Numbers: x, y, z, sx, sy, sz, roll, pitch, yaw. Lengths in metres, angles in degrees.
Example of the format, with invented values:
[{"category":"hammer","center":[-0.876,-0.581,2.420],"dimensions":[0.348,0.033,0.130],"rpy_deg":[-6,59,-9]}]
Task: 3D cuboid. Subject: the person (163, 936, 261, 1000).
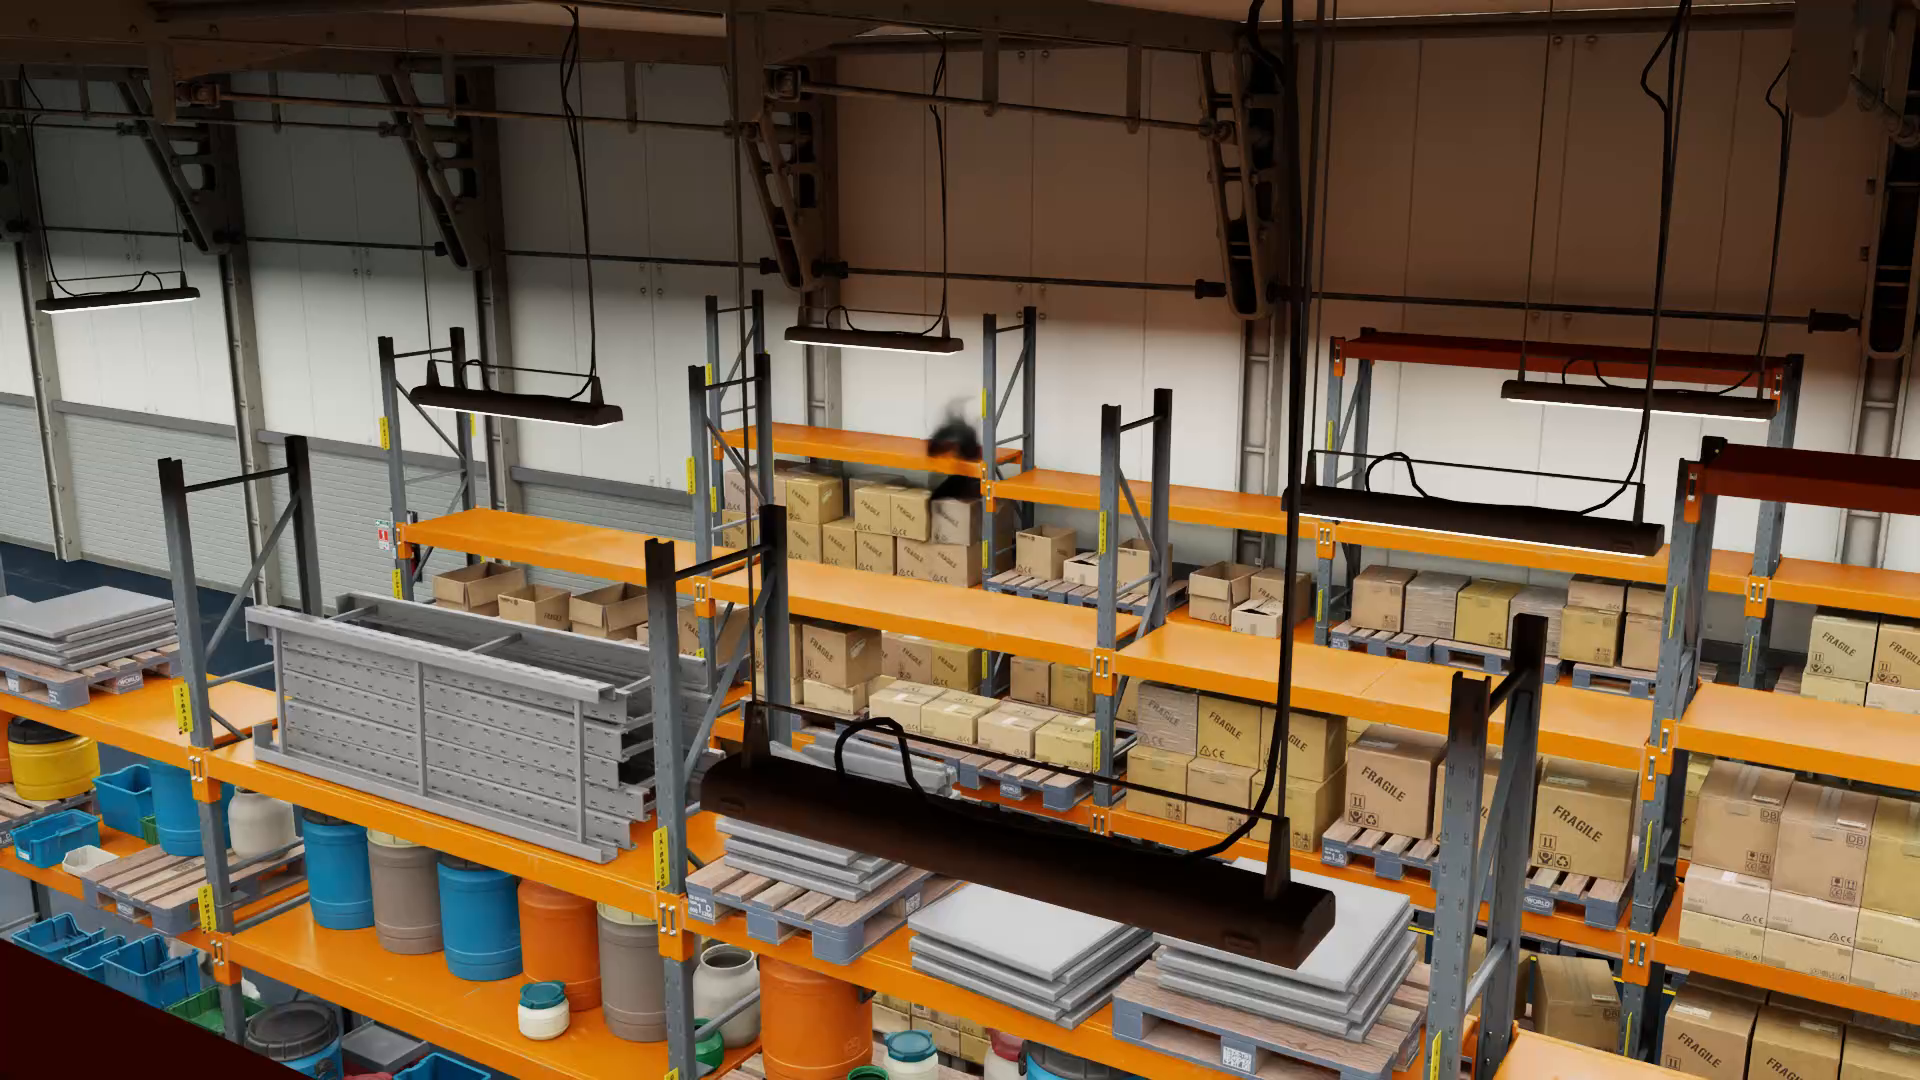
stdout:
[{"category":"person","center":[-6.914,3.605,14.988],"dimensions":[0.930,1.764,0.767],"rpy_deg":[5,15,18]}]
